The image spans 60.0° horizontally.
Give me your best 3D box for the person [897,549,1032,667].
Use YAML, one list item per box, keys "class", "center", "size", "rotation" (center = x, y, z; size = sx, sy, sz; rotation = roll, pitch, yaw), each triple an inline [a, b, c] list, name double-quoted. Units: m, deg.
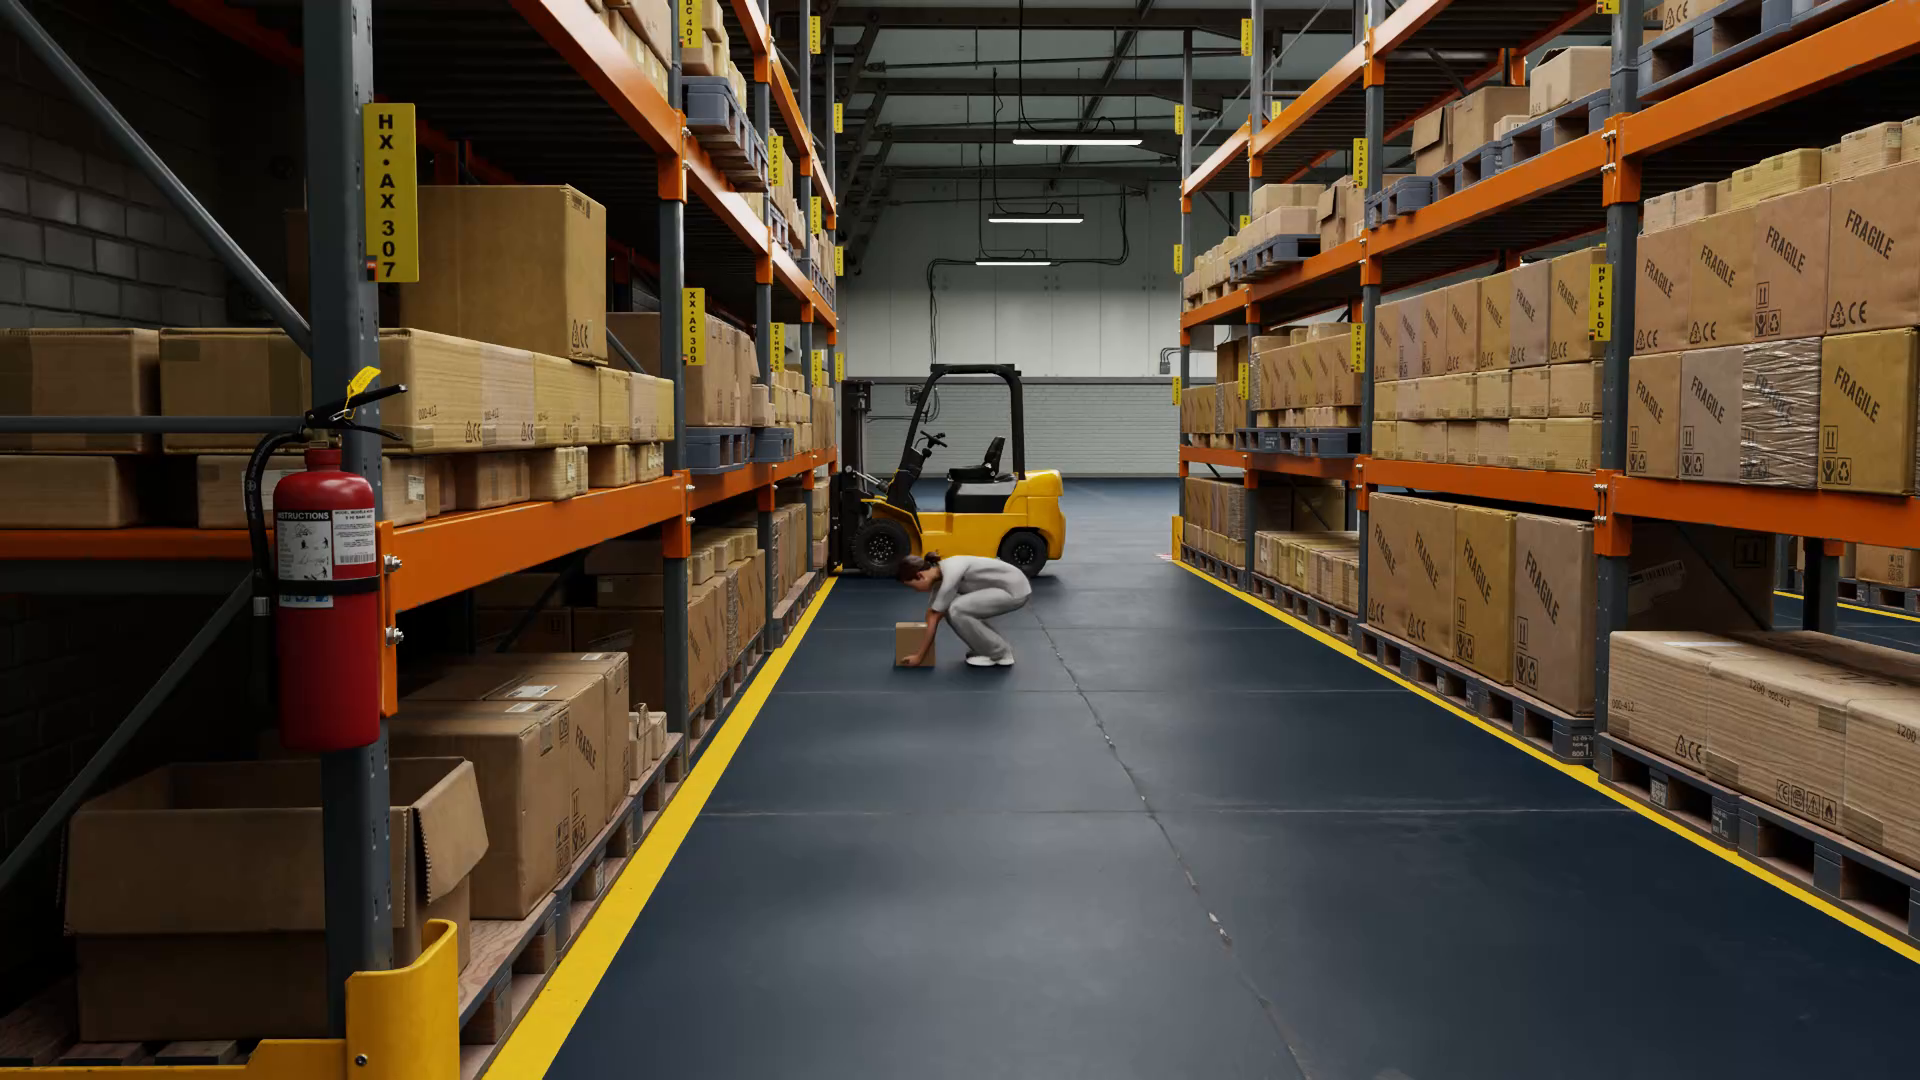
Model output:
- class: "person"
  center: [0.029, 0.452, 10.626]
  size: [0.858, 0.722, 0.461]
  rotation: [0, 4, -3]
